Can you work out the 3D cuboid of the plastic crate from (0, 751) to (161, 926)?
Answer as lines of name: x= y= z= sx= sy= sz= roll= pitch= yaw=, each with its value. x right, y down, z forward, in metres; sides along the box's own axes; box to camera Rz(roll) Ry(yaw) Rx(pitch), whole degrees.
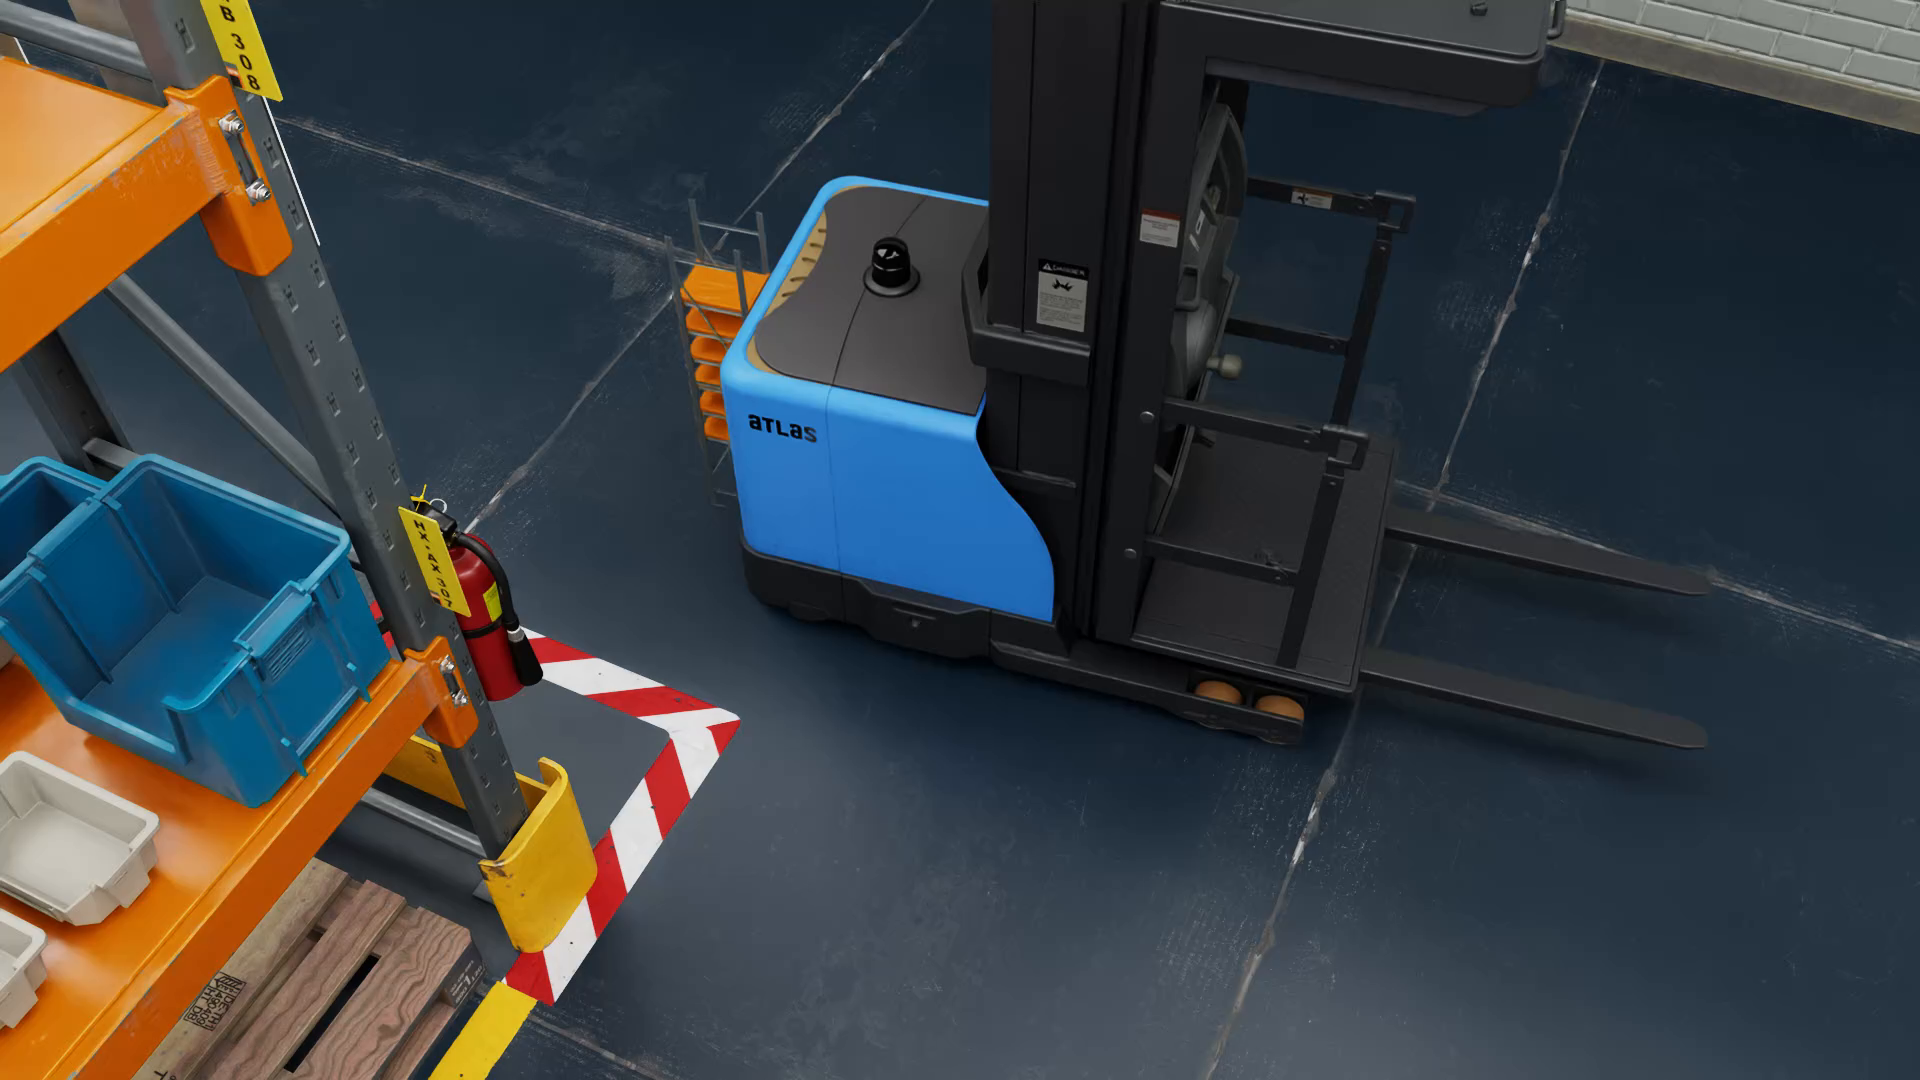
plastic crate: x=-1.834 y=0.623 z=3.384 sx=0.396 sy=0.136 sz=0.243 roll=20 pitch=52 yaw=16

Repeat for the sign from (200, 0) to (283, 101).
sign: x=-1.145 y=-0.834 z=2.589 sx=0.100 sy=0.325 sz=0.005 roll=20 pitch=52 yaw=16

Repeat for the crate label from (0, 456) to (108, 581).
crate label: x=-2.052 y=0.034 z=3.822 sx=0.416 sy=0.233 sz=0.303 roll=20 pitch=52 yaw=16

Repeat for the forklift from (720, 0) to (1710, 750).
forklift: x=0.864 y=-0.766 z=4.478 sx=3.031 sy=2.935 sz=1.130 roll=13 pitch=51 yaw=11

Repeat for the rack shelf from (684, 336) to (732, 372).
rack shelf: x=-0.735 y=-0.604 z=5.376 sx=0.258 sy=0.103 sz=0.180 roll=13 pitch=51 yaw=11

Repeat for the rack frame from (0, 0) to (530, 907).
rack frame: x=-1.649 y=-0.063 z=3.834 sx=1.000 sy=3.000 sz=0.127 roll=20 pitch=52 yaw=16

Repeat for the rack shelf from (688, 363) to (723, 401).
rack shelf: x=-0.735 y=-0.526 z=5.468 sx=0.258 sy=0.103 sz=0.180 roll=13 pitch=51 yaw=11

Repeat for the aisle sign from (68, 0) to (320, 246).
aisle sign: x=-1.353 y=-0.860 z=2.805 sx=0.394 sy=0.787 sz=0.004 roll=20 pitch=52 yaw=16

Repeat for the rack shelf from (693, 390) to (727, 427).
rack shelf: x=-0.735 y=-0.448 z=5.559 sx=0.258 sy=0.103 sz=0.180 roll=13 pitch=51 yaw=11

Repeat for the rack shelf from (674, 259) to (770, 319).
rack shelf: x=-0.736 y=-0.760 z=5.194 sx=0.258 sy=0.103 sz=0.180 roll=13 pitch=51 yaw=11

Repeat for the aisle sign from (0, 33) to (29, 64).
aisle sign: x=-1.887 y=-1.052 z=2.969 sx=0.394 sy=0.787 sz=0.004 roll=20 pitch=52 yaw=16

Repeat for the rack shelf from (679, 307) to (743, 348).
rack shelf: x=-0.736 y=-0.682 z=5.285 sx=0.258 sy=0.103 sz=0.180 roll=13 pitch=51 yaw=11

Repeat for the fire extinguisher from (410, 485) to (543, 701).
fire extinguisher: x=-1.174 y=0.126 z=3.969 sx=0.296 sy=0.674 sz=0.183 roll=20 pitch=52 yaw=16

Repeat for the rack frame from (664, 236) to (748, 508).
rack frame: x=-0.762 y=-0.488 z=5.377 sx=0.240 sy=1.200 sz=0.006 roll=13 pitch=51 yaw=11

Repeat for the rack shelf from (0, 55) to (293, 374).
rack shelf: x=-2.503 y=0.575 z=1.794 sx=1.077 sy=0.370 sz=4.000 roll=20 pitch=52 yaw=16

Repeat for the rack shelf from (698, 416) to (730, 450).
rack shelf: x=-0.734 y=-0.370 z=5.650 sx=0.258 sy=0.103 sz=0.180 roll=13 pitch=51 yaw=11

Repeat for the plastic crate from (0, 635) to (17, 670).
plastic crate: x=-2.264 y=0.259 z=3.694 sx=0.250 sy=0.136 sz=0.298 roll=20 pitch=52 yaw=16

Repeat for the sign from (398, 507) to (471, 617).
sign: x=-1.145 y=0.051 z=3.630 sx=0.100 sy=0.325 sz=0.005 roll=20 pitch=52 yaw=16

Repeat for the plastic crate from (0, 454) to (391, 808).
plastic crate: x=-1.623 y=0.197 z=3.550 sx=0.616 sy=0.435 sz=0.499 roll=20 pitch=52 yaw=16

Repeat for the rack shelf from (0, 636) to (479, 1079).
rack shelf: x=-2.503 y=1.547 z=2.937 sx=1.077 sy=0.370 sz=4.000 roll=20 pitch=52 yaw=16

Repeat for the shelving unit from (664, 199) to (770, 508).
shelving unit: x=-0.735 y=-0.555 z=5.434 sx=0.258 sy=1.200 sz=0.189 roll=13 pitch=51 yaw=11

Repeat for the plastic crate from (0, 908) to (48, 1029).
plastic crate: x=-1.971 y=0.818 z=3.218 sx=0.396 sy=0.136 sz=0.243 roll=20 pitch=52 yaw=16

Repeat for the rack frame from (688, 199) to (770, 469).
rack frame: x=-0.709 y=-0.622 z=5.491 sx=0.240 sy=1.200 sz=0.006 roll=13 pitch=51 yaw=11

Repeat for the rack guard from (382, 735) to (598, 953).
rack guard: x=-1.650 y=0.726 z=4.804 sx=1.175 sy=0.500 sz=0.348 roll=20 pitch=52 yaw=16

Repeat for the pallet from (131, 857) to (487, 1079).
pallet: x=-2.036 y=1.395 z=4.424 sx=1.003 sy=0.211 sz=1.213 roll=20 pitch=52 yaw=16
